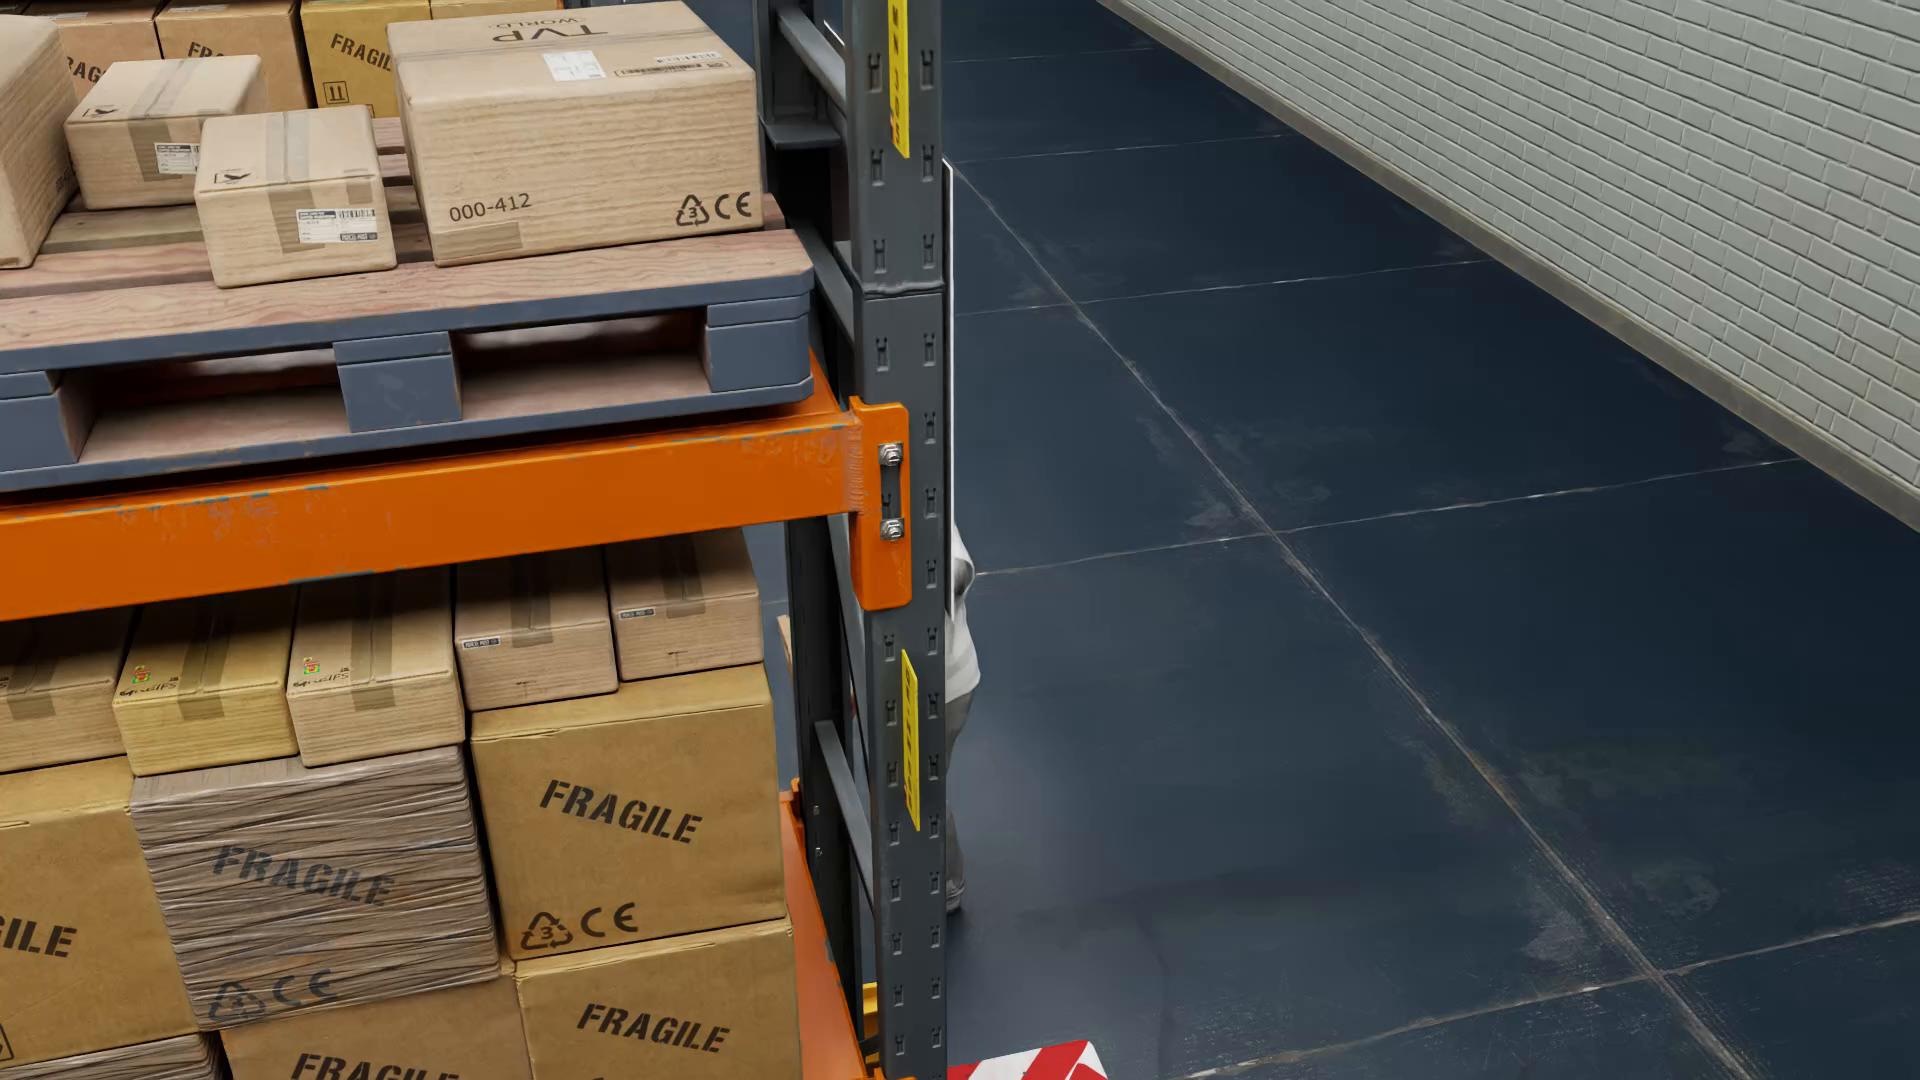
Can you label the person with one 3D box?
[{"bbox_3d":[-0.223,0.456,5.321,0.552,1.772,0.495,-8,31,-14],"label":"person"}]
